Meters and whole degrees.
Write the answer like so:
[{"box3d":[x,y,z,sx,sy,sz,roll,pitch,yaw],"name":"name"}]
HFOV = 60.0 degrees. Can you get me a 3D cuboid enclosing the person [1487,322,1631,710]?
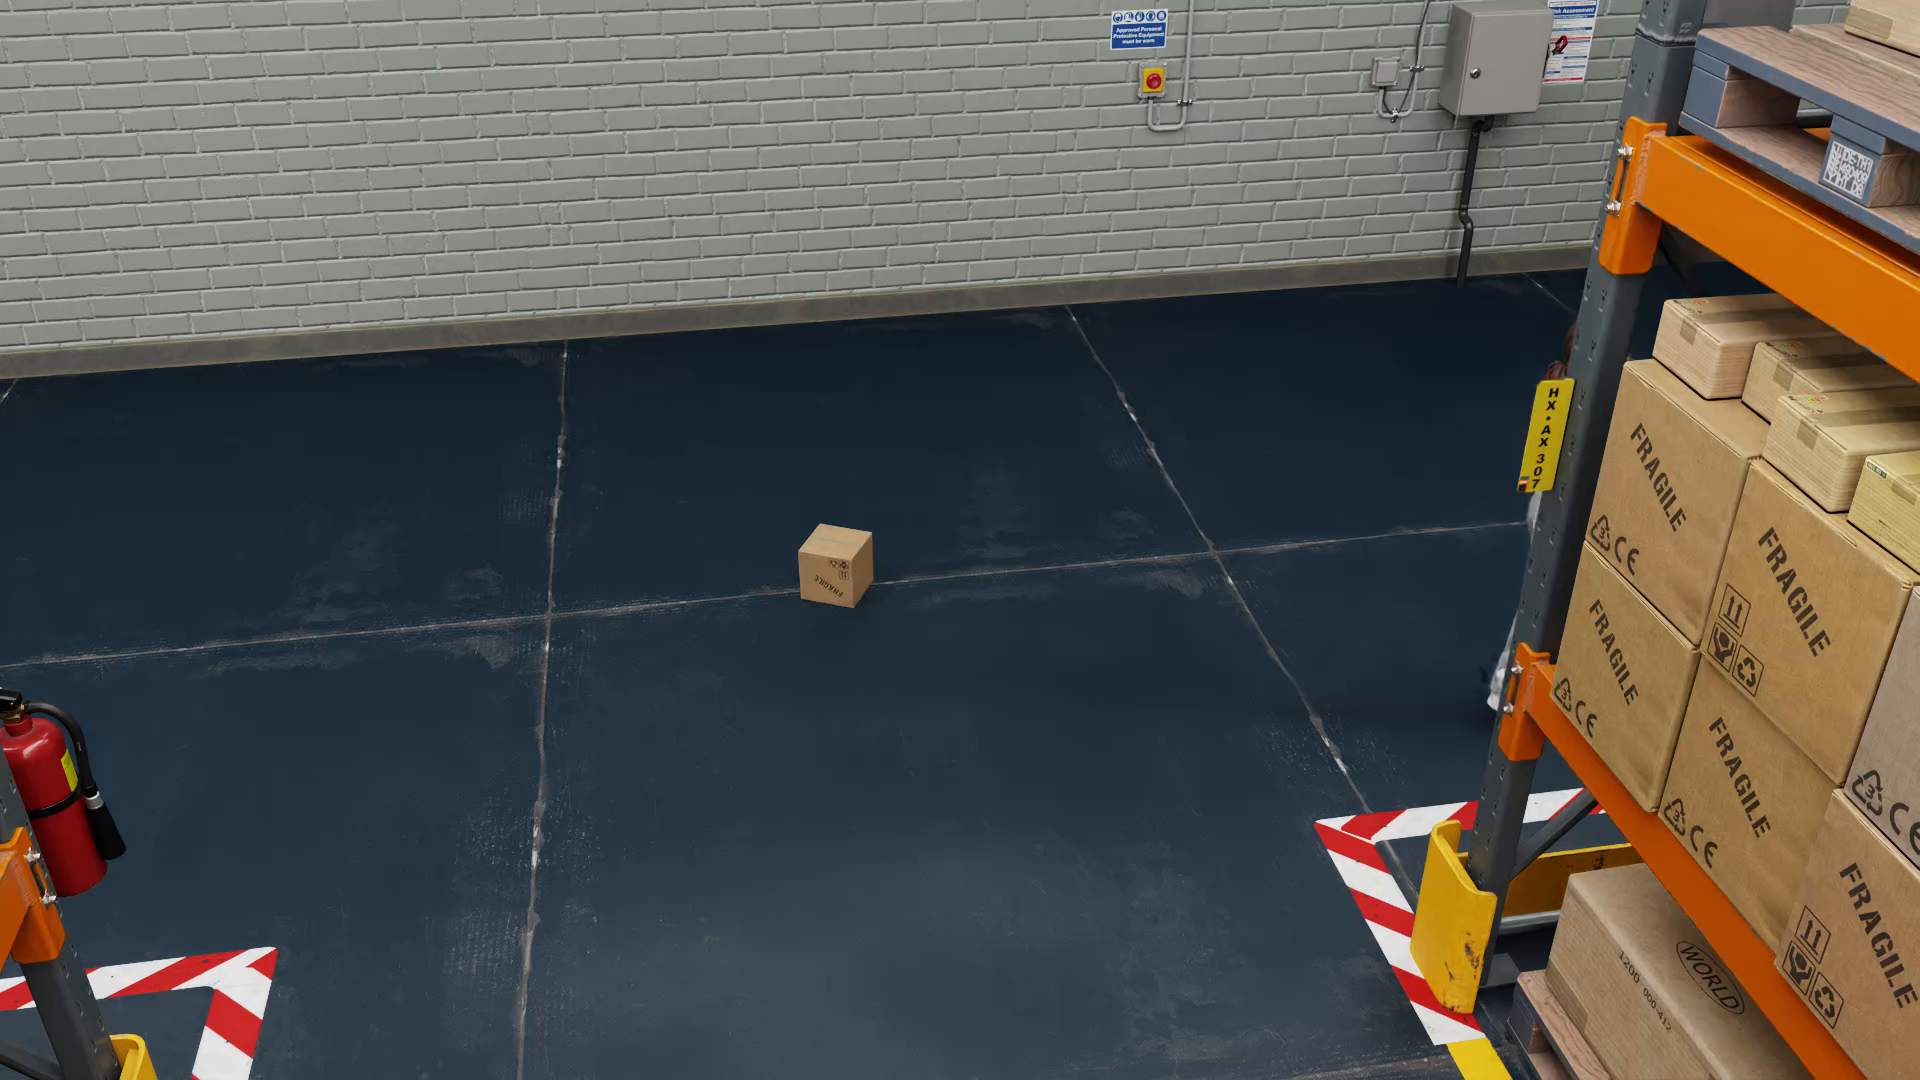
[{"box3d":[2.274,-0.026,6.137,0.459,1.678,0.472,5,31,8],"name":"person"}]
